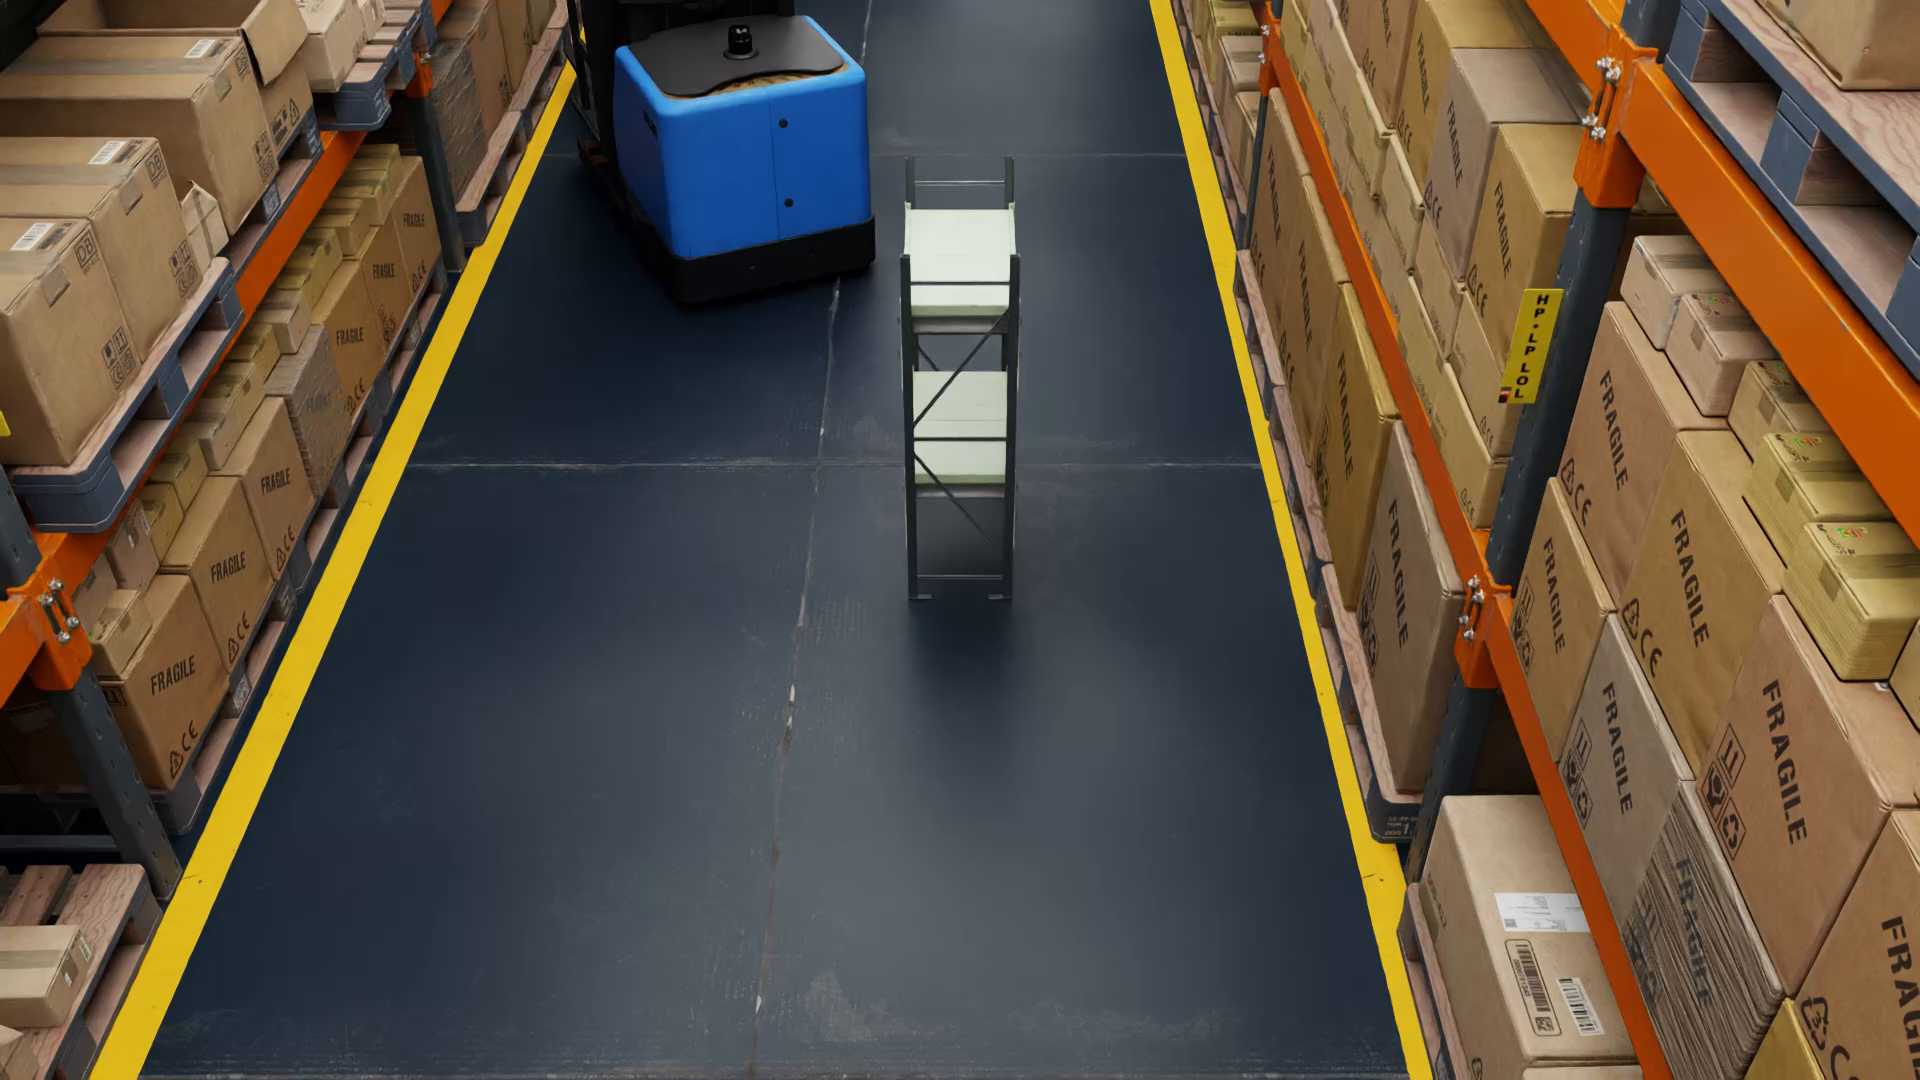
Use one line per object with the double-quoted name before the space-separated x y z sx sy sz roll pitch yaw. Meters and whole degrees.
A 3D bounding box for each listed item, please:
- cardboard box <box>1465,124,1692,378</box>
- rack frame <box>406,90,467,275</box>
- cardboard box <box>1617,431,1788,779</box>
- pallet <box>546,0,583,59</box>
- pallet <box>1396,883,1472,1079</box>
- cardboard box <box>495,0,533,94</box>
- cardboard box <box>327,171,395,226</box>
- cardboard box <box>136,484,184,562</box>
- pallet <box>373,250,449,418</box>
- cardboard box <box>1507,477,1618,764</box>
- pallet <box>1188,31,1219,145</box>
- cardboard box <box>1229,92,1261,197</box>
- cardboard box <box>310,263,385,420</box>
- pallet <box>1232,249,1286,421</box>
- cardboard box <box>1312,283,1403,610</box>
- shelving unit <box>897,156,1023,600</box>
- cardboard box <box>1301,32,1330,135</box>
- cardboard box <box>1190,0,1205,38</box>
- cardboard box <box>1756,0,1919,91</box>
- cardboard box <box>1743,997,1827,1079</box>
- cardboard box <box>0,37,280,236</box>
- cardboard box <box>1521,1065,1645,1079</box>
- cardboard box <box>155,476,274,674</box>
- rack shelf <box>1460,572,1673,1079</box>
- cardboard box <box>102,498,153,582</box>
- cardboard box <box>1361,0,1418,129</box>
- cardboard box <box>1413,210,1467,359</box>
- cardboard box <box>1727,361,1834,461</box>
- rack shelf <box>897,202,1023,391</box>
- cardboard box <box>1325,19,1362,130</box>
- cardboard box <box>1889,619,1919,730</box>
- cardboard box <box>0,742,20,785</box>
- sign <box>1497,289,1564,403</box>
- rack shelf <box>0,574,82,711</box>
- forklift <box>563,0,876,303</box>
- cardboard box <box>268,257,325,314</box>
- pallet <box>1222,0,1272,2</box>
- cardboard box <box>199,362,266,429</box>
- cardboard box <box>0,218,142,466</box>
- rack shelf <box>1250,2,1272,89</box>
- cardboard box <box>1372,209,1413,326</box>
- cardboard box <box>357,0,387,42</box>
"cardboard box" 1.692 -0.766 4.428 0.500 0.500 0.500 1 39 1
"rack frame" -3.025 -2.553 7.537 1.000 3.000 0.127 0 39 0
"cardboard box" 1.696 0.127 3.314 0.500 0.500 0.500 -1 39 -1
"pallet" -2.990 -3.506 10.956 1.003 0.211 1.213 0 39 0
"pallet" 1.866 1.506 4.702 1.003 0.211 1.213 0 39 0
"cardboard box" -3.022 -3.010 9.671 0.875 0.625 0.625 -2 39 -2
"cardboard box" -2.740 -1.516 7.387 0.380 0.149 0.250 -2 39 -2
"cardboard box" -2.844 -0.052 5.560 0.380 0.149 0.250 -2 39 -2
"pallet" -3.062 -0.998 7.827 1.003 0.211 1.213 0 39 0
"cardboard box" 1.682 0.197 4.026 0.500 0.500 0.500 1 39 1
"pallet" 1.941 -2.721 9.976 1.003 0.211 1.213 0 39 0
"cardboard box" 1.948 -2.051 8.676 0.950 0.372 0.625 -2 39 -3
"cardboard box" -2.816 -0.837 7.059 0.500 0.500 0.500 2 39 2
"pallet" 1.864 -0.978 7.802 1.003 0.211 1.213 0 39 0
"cardboard box" 1.854 -0.345 6.145 0.875 0.875 0.875 1 39 1
"shelving unit" 0.000 -0.589 6.286 0.431 1.500 0.755 0 39 0
"cardboard box" 1.706 -1.873 6.809 0.500 0.250 0.500 -1 39 -1
"cardboard box" 1.941 -3.421 10.386 0.950 0.372 0.625 2 39 3
"cardboard box" 1.734 -1.102 2.832 0.500 0.500 0.500 1 39 1
"cardboard box" 1.673 1.145 2.843 0.500 0.500 0.500 1 39 1
"cardboard box" -2.799 -1.372 5.648 0.700 0.500 0.500 0 39 0
"cardboard box" 1.838 1.731 3.905 0.875 0.438 0.875 -1 39 -1
"cardboard box" -2.807 0.124 5.860 0.500 0.500 0.500 -1 39 -1
"rack shelf" 1.945 1.474 3.088 1.077 0.370 4.000 0 39 0
"cardboard box" -2.803 0.004 5.253 0.380 0.149 0.250 -2 39 -2
"cardboard box" 1.687 -1.730 5.631 0.500 0.500 0.500 1 39 1
"cardboard box" 1.692 -0.782 5.048 0.500 0.250 0.500 1 39 1
"cardboard box" 1.743 -0.222 3.231 0.380 0.149 0.250 0 39 -1
"rack shelf" 0.000 -0.894 6.042 0.431 0.370 0.720 0 39 0
"cardboard box" 1.680 -1.744 6.248 0.500 0.250 0.500 0 39 0
"cardboard box" 1.736 0.256 2.633 0.380 0.149 0.250 0 39 0
"cardboard box" -3.317 0.453 5.449 0.500 0.500 0.500 0 39 0
"sign" 1.401 -0.472 4.078 0.100 0.325 0.005 0 39 0
"rack shelf" -3.018 1.480 3.080 1.077 0.370 4.000 0 39 0
"forklift" -1.492 -3.214 8.416 1.130 2.935 3.031 -16 41 -19
"cardboard box" -2.828 -1.030 6.781 0.380 0.149 0.250 -1 39 -1
"pallet" 1.831 -2.930 8.161 1.213 0.211 1.003 0 39 0
"cardboard box" -2.819 -0.534 6.163 0.380 0.149 0.250 1 39 2
"cardboard box" -2.797 -0.557 4.631 0.700 0.500 0.500 1 39 1
"rack shelf" 1.936 -3.529 9.330 1.077 0.370 4.000 0 39 0
"cardboard box" 1.710 -0.914 5.611 0.500 0.250 0.500 -1 39 -1
"cardboard box" -2.641 -2.209 6.972 0.380 0.149 0.250 1 39 1
